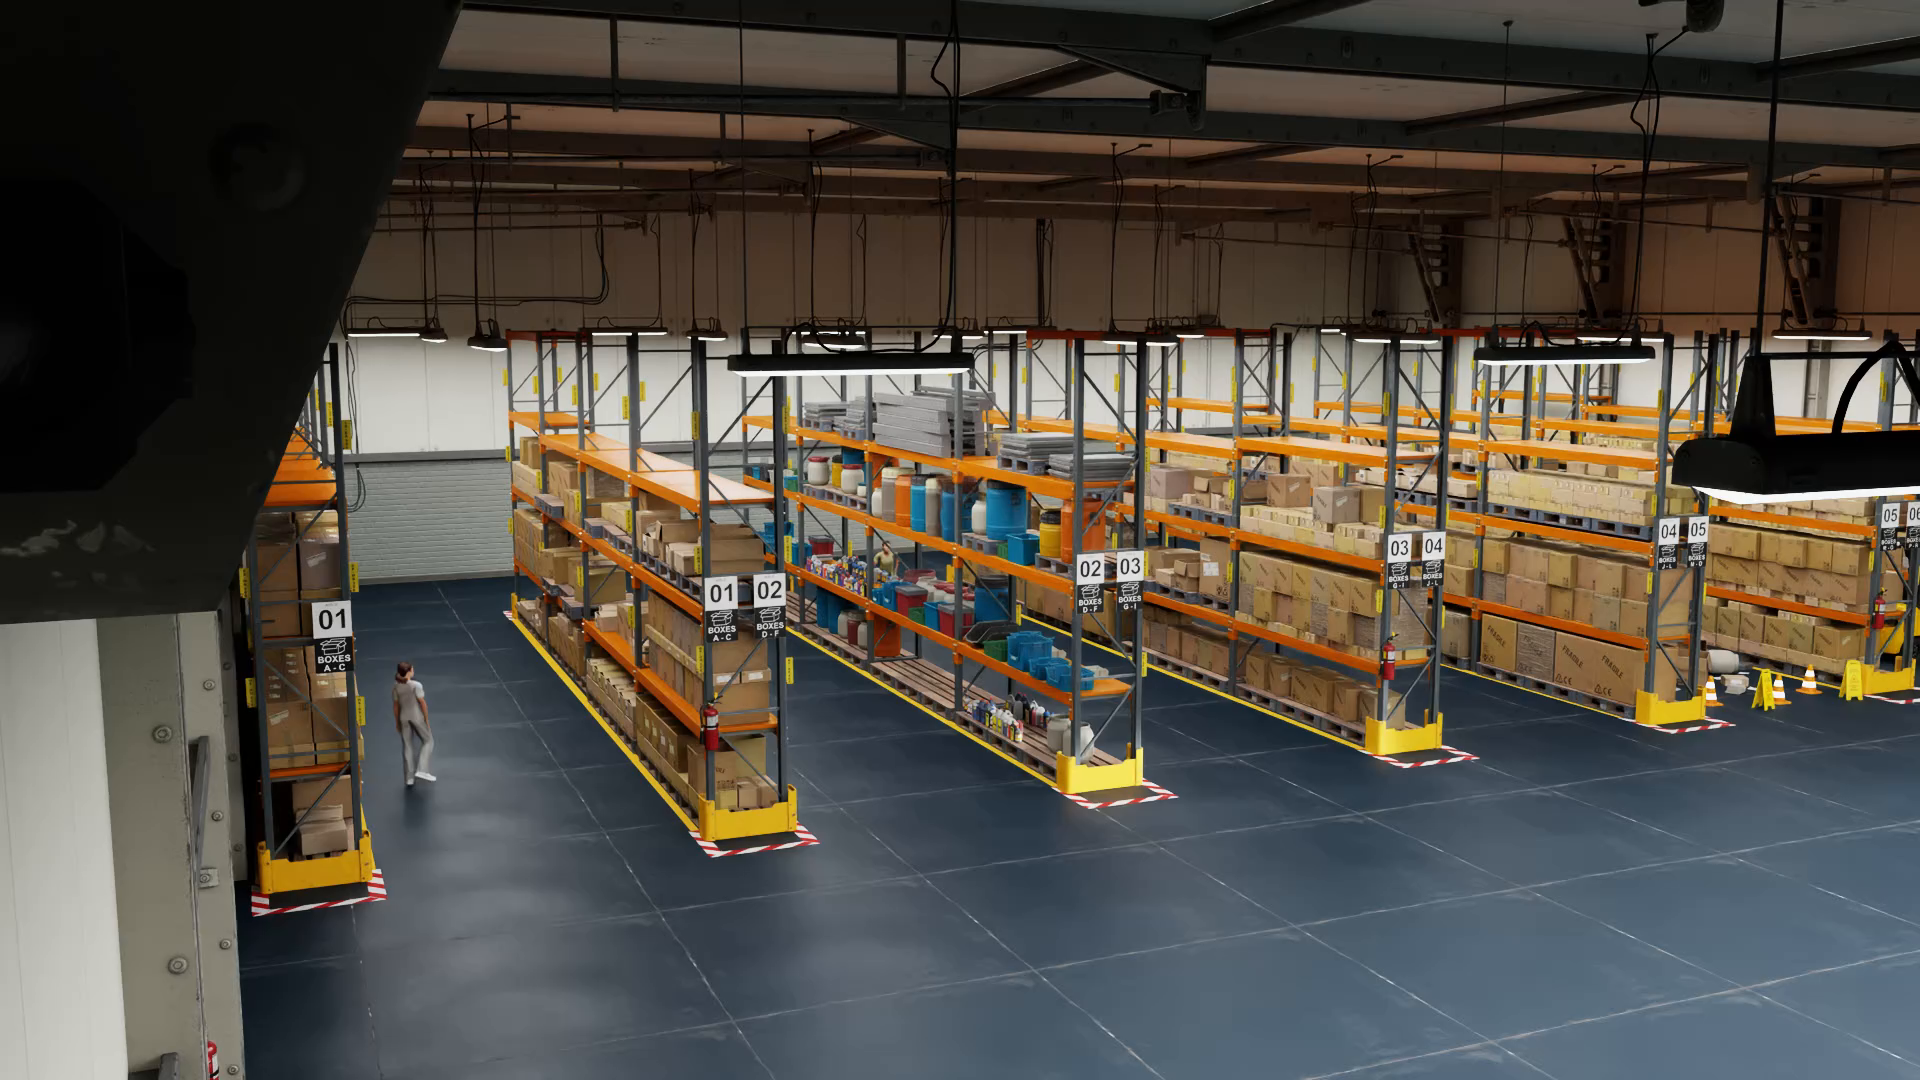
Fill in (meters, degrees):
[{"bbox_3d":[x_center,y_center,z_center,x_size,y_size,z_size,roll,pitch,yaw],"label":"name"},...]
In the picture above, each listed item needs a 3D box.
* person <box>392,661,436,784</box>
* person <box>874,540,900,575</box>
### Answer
[{"bbox_3d":[-7.376,2.455,22.422,0.546,1.655,0.438,0,8,0],"label":"person"},{"bbox_3d":[-1.558,0.769,35.221,0.609,1.576,0.684,-2,8,-13],"label":"person"}]
